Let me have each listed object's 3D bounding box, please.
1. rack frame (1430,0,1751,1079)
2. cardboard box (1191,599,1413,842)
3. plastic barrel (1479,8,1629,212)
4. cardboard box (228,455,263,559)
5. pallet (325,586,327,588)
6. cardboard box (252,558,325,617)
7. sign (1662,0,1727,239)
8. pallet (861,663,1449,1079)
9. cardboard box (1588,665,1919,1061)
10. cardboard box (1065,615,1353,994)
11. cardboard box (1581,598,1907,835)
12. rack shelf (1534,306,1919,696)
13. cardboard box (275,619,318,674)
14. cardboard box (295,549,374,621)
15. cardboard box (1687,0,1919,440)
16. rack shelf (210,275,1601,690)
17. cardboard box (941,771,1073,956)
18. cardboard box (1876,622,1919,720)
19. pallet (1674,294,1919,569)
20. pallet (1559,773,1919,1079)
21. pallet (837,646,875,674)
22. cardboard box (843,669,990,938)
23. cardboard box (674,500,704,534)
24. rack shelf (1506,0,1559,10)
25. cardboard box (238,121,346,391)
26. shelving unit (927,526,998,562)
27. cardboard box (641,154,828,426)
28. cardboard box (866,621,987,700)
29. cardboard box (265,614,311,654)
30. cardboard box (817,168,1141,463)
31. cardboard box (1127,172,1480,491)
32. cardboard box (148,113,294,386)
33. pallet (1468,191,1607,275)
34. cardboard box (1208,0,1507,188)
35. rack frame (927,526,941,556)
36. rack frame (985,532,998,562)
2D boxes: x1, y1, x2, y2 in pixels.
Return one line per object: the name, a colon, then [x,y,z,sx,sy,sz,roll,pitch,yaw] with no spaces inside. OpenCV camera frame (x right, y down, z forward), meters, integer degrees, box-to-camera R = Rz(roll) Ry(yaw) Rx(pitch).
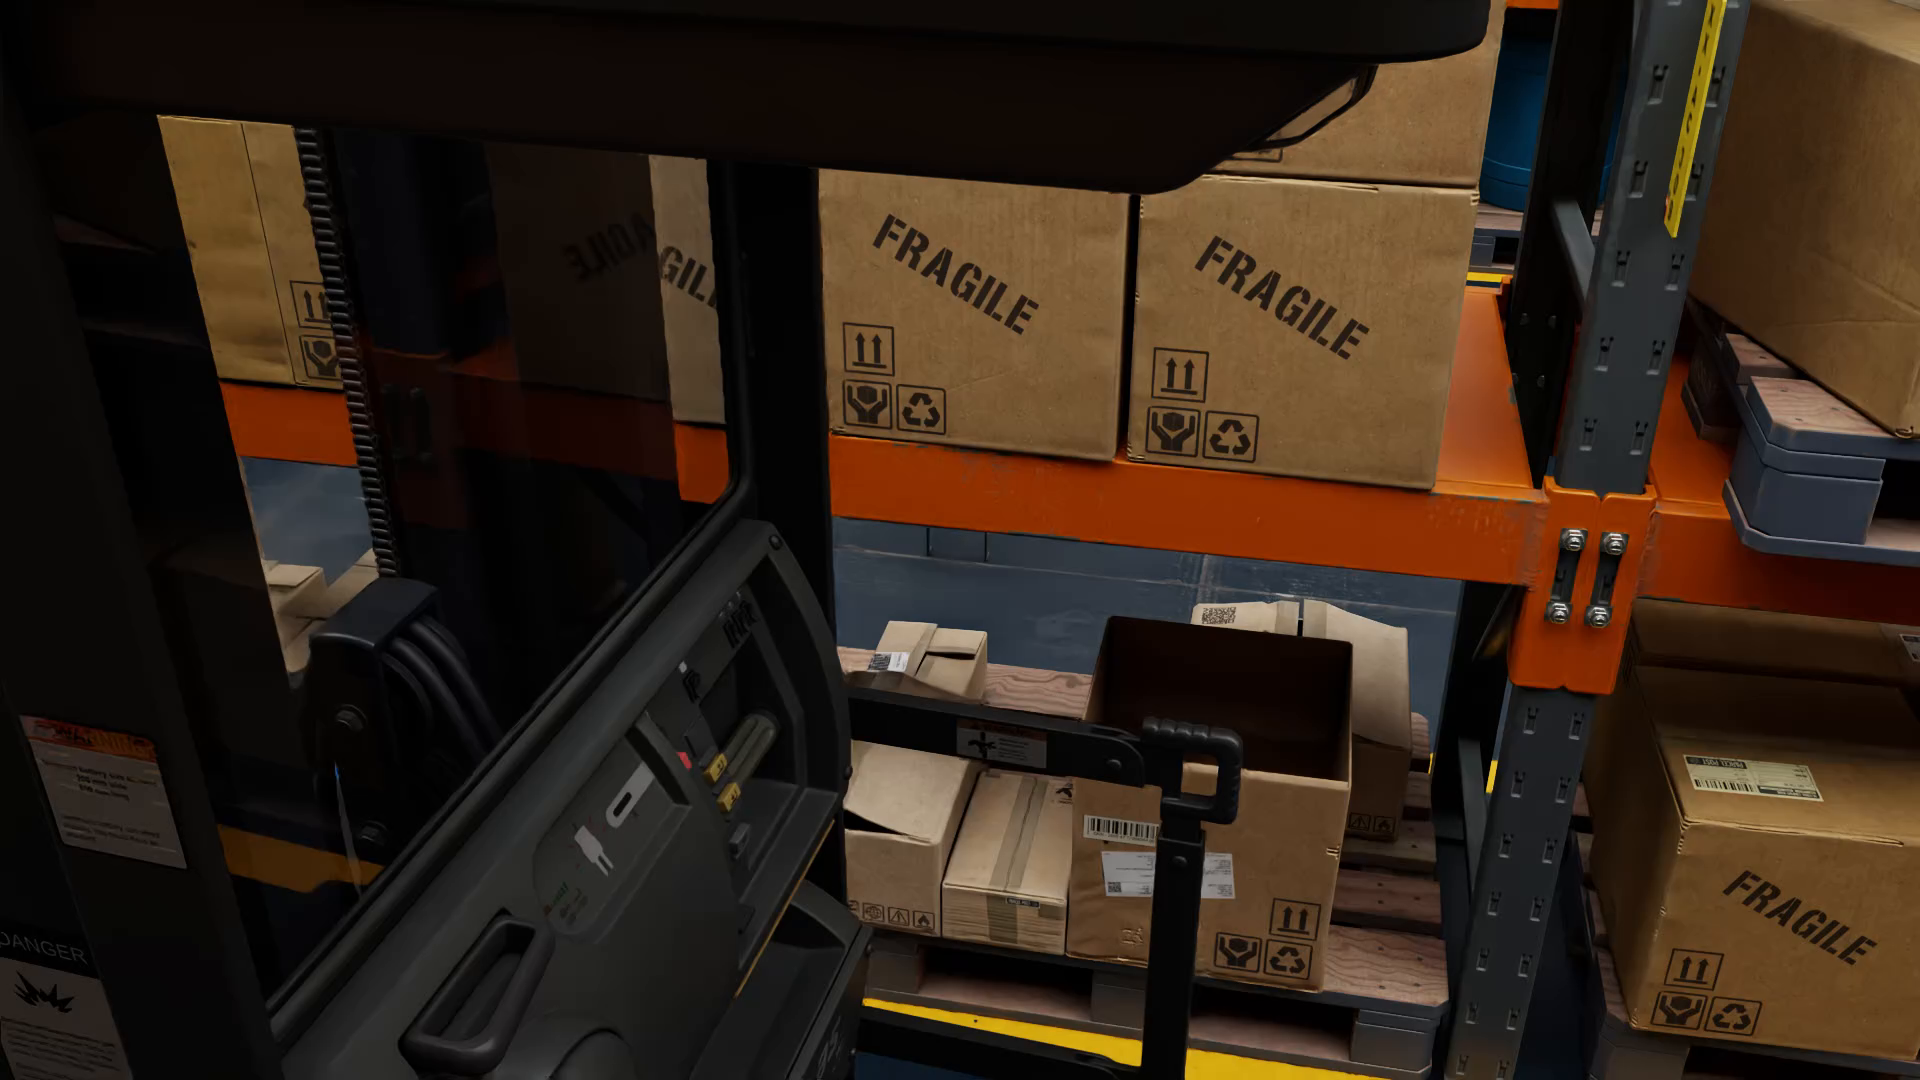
rack frame: [1.119,-0.465,2.975,0.127,3.000,1.000,6,29,11]
cardboard box: [0.754,0.378,3.778,0.500,0.311,0.500,6,29,11]
plastic barrel: [2.686,-1.992,7.512,0.708,0.901,0.600,6,29,11]
cardboard box: [-2.209,-0.023,4.314,0.500,0.500,0.500,6,29,11]
pallet: [-1.938,0.445,4.218,1.213,0.211,1.003,6,29,11]
cardboard box: [-1.832,0.206,4.243,0.250,0.166,0.380,6,29,11]
sign: [1.013,-0.589,2.300,0.005,0.325,0.100,6,29,11]
pallet: [0.448,0.689,3.771,1.213,0.211,1.003,6,29,11]
cardboard box: [1.541,0.602,3.172,0.500,0.500,0.500,5,29,8]
cardboard box: [0.503,0.515,3.331,0.500,0.500,0.500,6,29,11]
cardboard box: [1.662,0.354,3.625,0.500,0.500,0.500,6,29,10]
rack shelf: [3.075,0.051,2.781,4.000,0.370,1.077,6,29,11]
cardboard box: [-1.342,0.435,3.736,0.500,0.250,0.500,6,29,11]
cardboard box: [-1.287,0.196,4.174,0.500,0.250,0.500,6,29,11]
cardboard box: [1.536,-0.540,2.572,0.500,0.500,0.700,-4,29,-7]
rack shelf: [-0.837,-0.350,3.514,4.000,0.370,1.077,6,29,11]
cardboard box: [0.124,0.660,3.432,0.250,0.149,0.380,6,29,11]
cardboard box: [2.143,0.407,3.527,0.500,0.500,0.500,6,29,11]
pallet: [1.878,-0.249,2.781,1.213,0.211,1.003,6,29,11]
pallet: [1.923,0.822,3.528,1.213,0.211,1.003,6,29,11]
pallet: [-0.749,0.568,3.993,1.213,0.211,1.003,6,29,11]
cardboard box: [-0.231,0.523,3.514,0.500,0.311,0.500,6,29,11]
cardboard box: [-0.719,0.251,3.809,0.637,0.503,0.797,6,29,11]
rack shelf: [4.113,-2.274,7.030,4.000,0.370,1.077,6,29,11]
cardboard box: [-0.929,-0.589,3.099,0.500,0.500,0.500,6,29,11]
shelving unit: [0.014,-0.525,4.959,0.189,1.200,0.258,6,29,11]
cardboard box: [-0.430,-0.540,3.008,0.500,0.500,0.500,7,29,12]
cardboard box: [-0.094,0.359,3.962,0.250,0.166,0.380,6,29,11]
cardboard box: [-1.831,0.385,3.828,0.500,0.250,0.500,6,29,11]
cardboard box: [0.072,-0.489,2.916,0.500,0.500,0.500,7,29,12]
cardboard box: [0.577,-0.438,2.823,0.500,0.500,0.500,6,29,11]
cardboard box: [-1.418,-0.640,3.192,0.500,0.500,0.500,6,29,10]
pallet: [2.903,-1.470,7.716,1.213,0.211,1.003,6,29,11]
cardboard box: [0.571,-0.876,2.582,0.500,0.500,0.500,6,29,11]
rack frame: [-0.075,-0.534,4.976,0.006,1.200,0.240,6,29,11]
rack frame: [0.104,-0.516,4.942,0.006,1.200,0.240,6,29,11]
